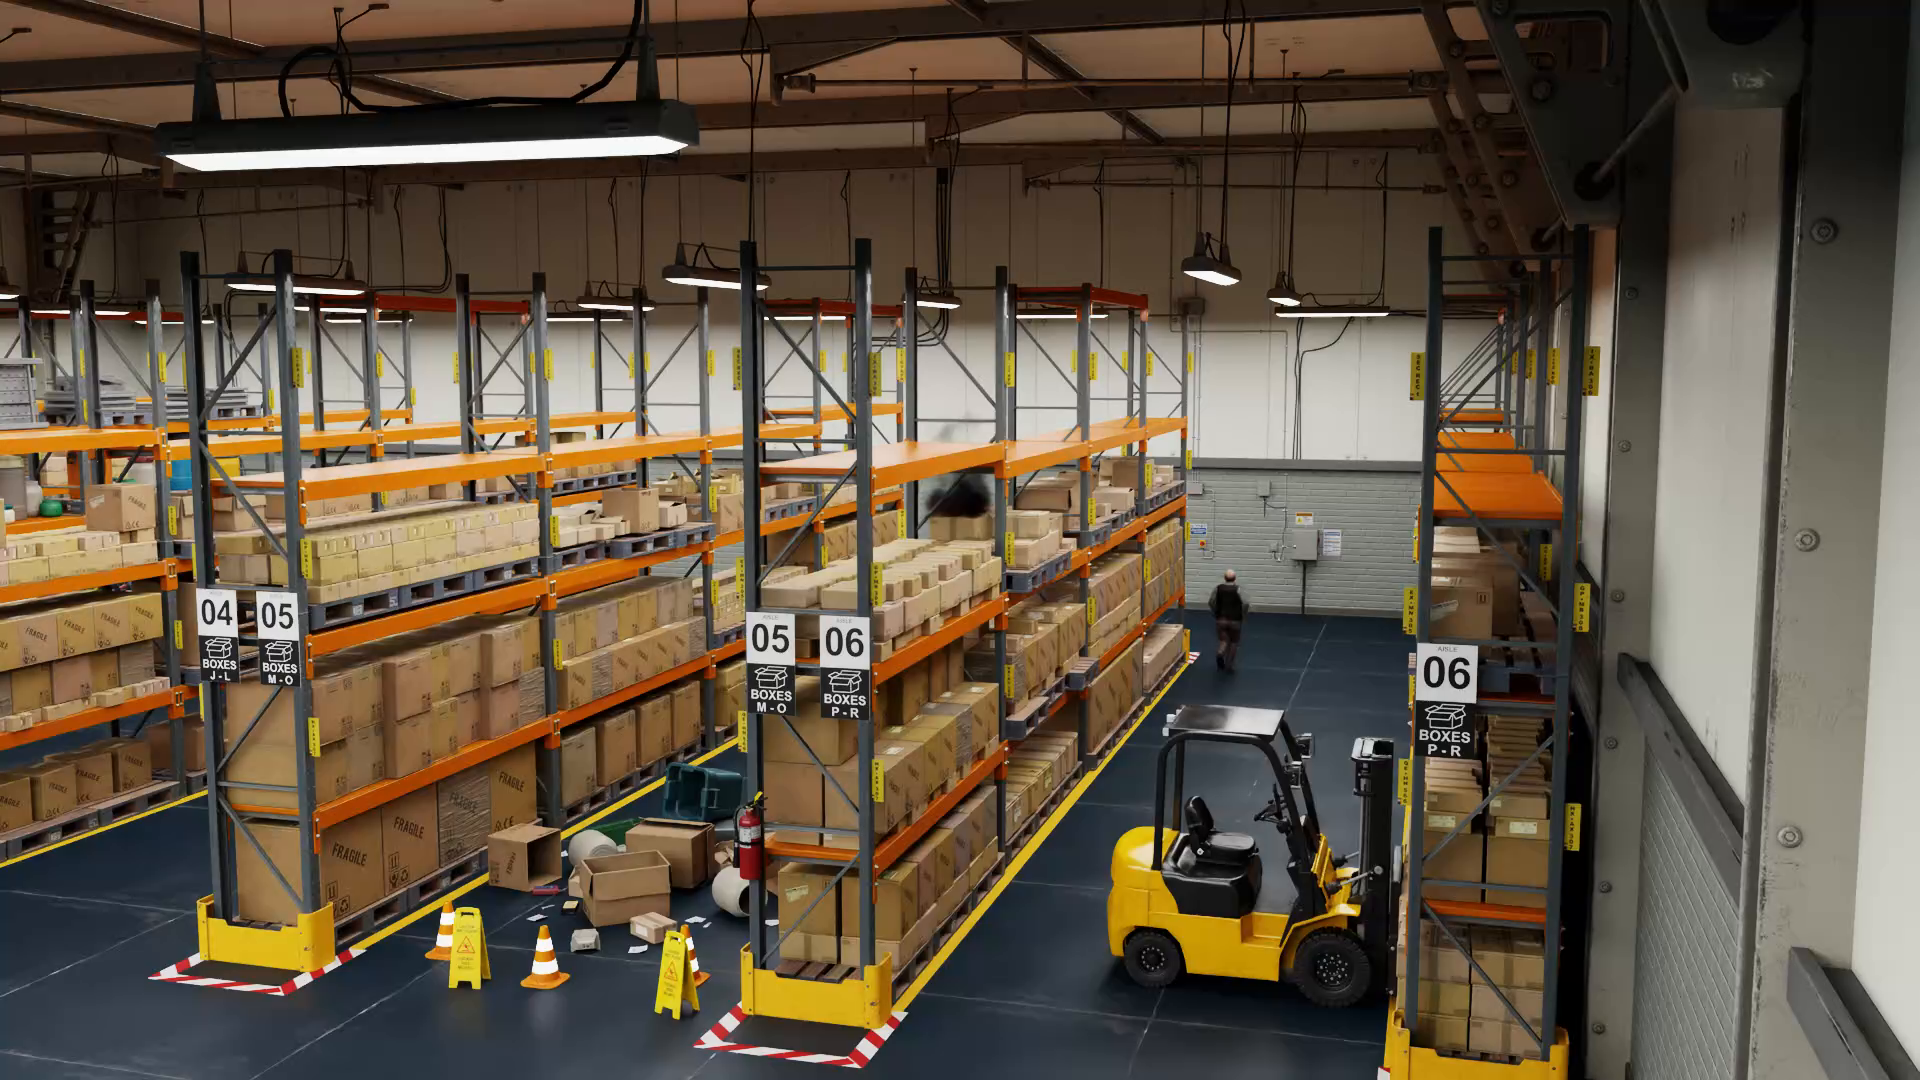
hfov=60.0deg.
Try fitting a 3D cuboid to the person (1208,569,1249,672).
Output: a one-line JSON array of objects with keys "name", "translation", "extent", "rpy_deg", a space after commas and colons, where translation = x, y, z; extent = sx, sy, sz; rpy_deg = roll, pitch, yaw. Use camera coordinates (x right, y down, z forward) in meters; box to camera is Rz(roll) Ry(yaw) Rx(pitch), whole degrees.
[{"name": "person", "translation": [4.336, 1.331, 26.863], "extent": [0.665, 1.703, 0.719], "rpy_deg": [2, 7, 18]}]
